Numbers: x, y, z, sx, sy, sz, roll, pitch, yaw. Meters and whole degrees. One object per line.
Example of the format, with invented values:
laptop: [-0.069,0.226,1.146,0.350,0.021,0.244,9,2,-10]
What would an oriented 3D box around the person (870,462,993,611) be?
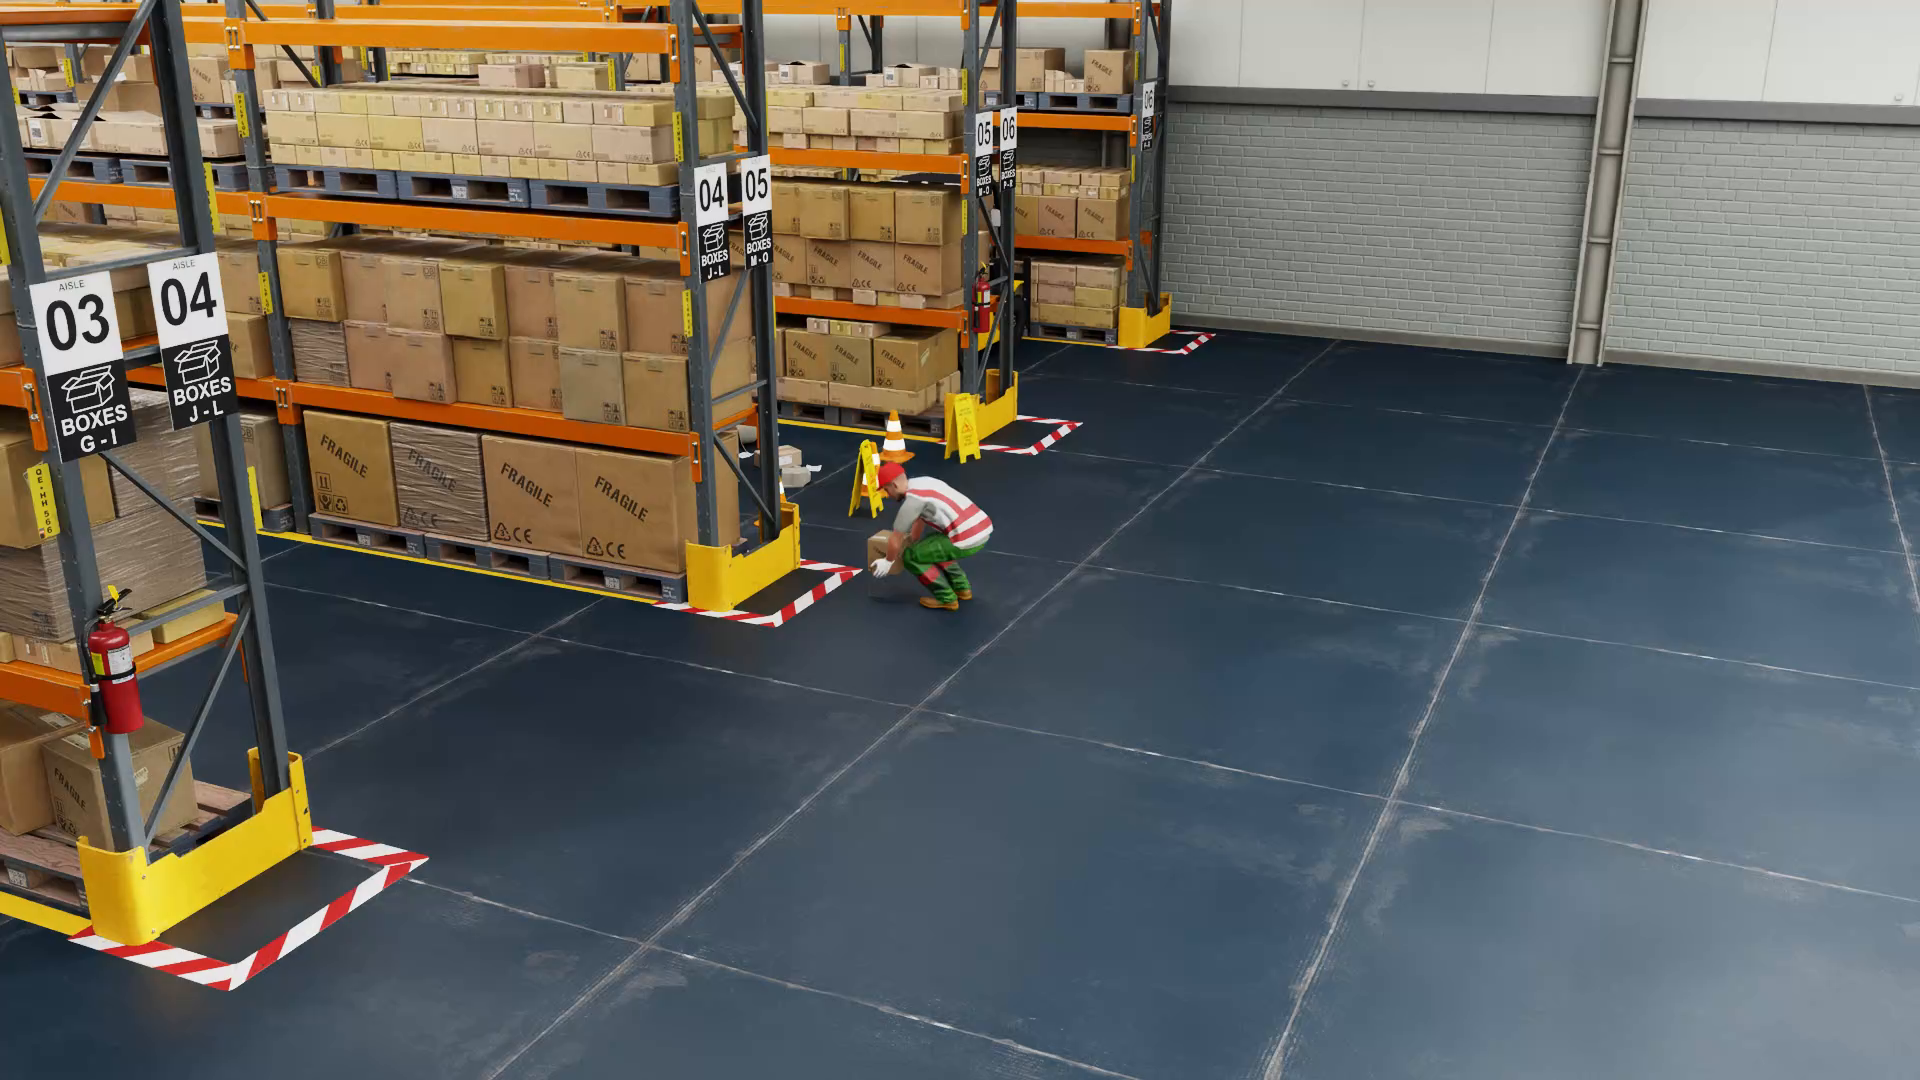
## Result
person: [-0.208,-0.037,12.279,0.868,1.056,0.575,8,20,23]
